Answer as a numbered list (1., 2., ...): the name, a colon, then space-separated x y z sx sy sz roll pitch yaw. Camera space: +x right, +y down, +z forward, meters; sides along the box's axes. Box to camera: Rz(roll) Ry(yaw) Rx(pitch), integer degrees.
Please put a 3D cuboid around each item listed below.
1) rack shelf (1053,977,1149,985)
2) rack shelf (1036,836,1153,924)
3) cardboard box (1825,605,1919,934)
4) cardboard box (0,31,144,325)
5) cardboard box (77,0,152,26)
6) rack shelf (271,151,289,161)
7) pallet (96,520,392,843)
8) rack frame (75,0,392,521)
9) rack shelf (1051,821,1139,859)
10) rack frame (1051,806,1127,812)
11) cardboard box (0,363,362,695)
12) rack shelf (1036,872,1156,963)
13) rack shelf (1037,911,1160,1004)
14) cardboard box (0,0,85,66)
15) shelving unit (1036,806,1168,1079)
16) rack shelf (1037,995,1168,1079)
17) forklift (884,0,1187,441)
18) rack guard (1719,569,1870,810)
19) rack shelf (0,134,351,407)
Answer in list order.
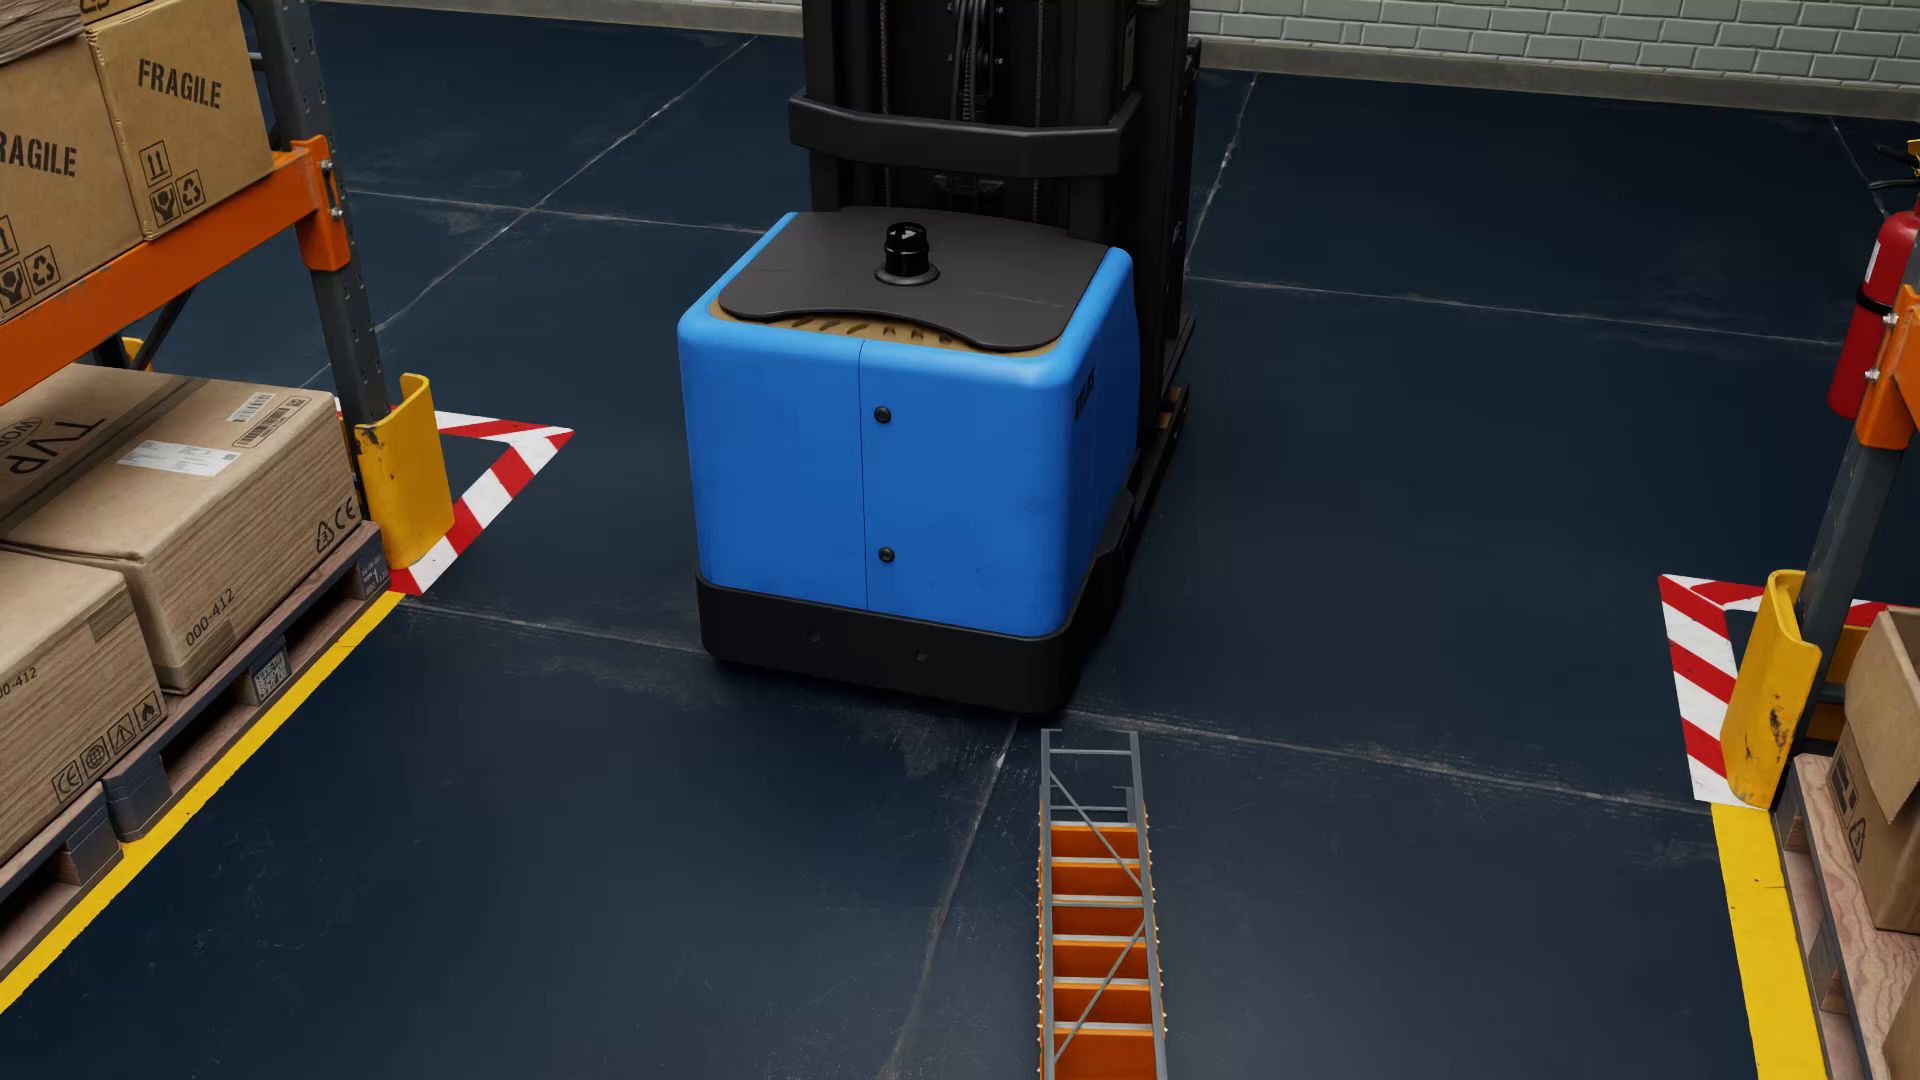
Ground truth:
1. rack shelf: 0.294 0.990 3.512 0.199 0.166 0.020 1 32 2
2. rack shelf: 0.307 0.786 3.832 0.258 0.180 0.103 1 32 2
3. cardboard box: 2.334 0.533 3.552 0.797 0.503 0.637 7 33 10
4. cardboard box: -2.229 -0.819 3.650 0.500 0.500 0.500 7 33 11
5. cardboard box: -2.113 -1.503 3.794 0.500 0.500 0.500 9 34 14
6. rack shelf: -5.135 -2.371 2.261 5.869 4.714 3.910 8 33 12
7. pallet: -2.348 0.280 4.612 1.003 0.211 1.213 8 33 12
8. rack frame: -2.221 -1.322 4.533 1.000 3.000 0.127 8 33 12
9. rack shelf: 0.310 0.737 3.911 0.221 0.171 0.034 1 32 2
10. rack frame: 0.302 0.952 3.743 0.228 0.002 1.046 1 32 2
11. cardboard box: -2.292 -0.062 4.548 0.875 0.438 0.875 7 33 11
12. rack shelf: 0.303 0.851 3.731 0.258 0.180 0.103 1 32 2
13. rack shelf: 0.299 0.915 3.630 0.258 0.180 0.103 1 32 2
14. cardboard box: -2.217 -1.228 3.361 0.500 0.500 0.500 8 33 13
15. shelving unit: 0.301 0.876 3.695 0.258 0.183 1.046 1 32 2
16. rack shelf: 0.290 1.044 3.428 0.258 0.180 0.103 1 32 2
17. forklift: -14.416 -3.408 2.223 28.412 9.000 11.522 9 33 14
18. rack guard: 2.562 0.446 4.082 1.175 0.500 0.348 8 33 12
19. rack shelf: -2.729 0.020 3.094 1.077 0.370 4.000 8 33 12
